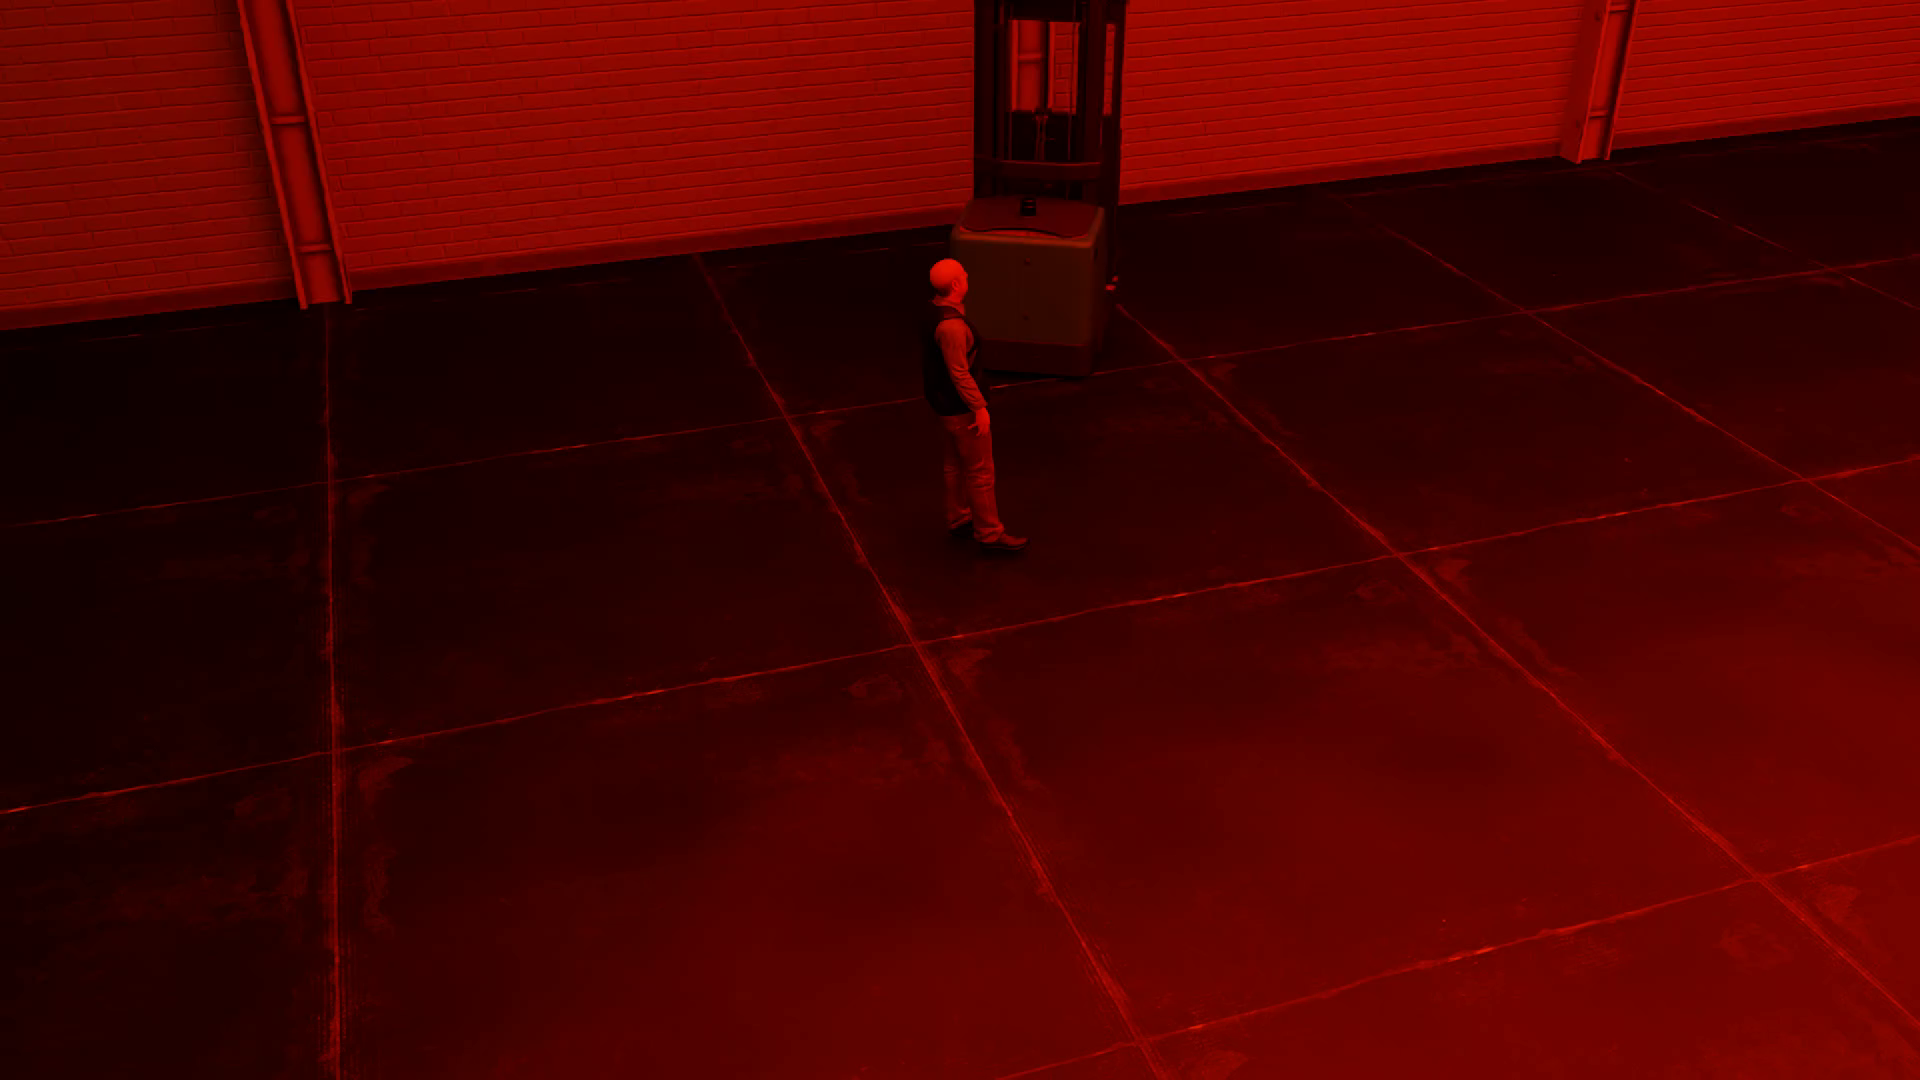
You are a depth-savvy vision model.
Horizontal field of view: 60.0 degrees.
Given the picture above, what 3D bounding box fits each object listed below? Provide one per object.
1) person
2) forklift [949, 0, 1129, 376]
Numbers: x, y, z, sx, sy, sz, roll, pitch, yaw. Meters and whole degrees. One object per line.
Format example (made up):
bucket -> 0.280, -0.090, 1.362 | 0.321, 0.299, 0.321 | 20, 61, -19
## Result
person -> 0.062, -0.794, 9.585 | 0.565, 1.722, 0.633 | -10, 31, -16
forklift -> 0.693, -3.162, 12.582 | 1.130, 2.935, 3.031 | 5, 30, 9
